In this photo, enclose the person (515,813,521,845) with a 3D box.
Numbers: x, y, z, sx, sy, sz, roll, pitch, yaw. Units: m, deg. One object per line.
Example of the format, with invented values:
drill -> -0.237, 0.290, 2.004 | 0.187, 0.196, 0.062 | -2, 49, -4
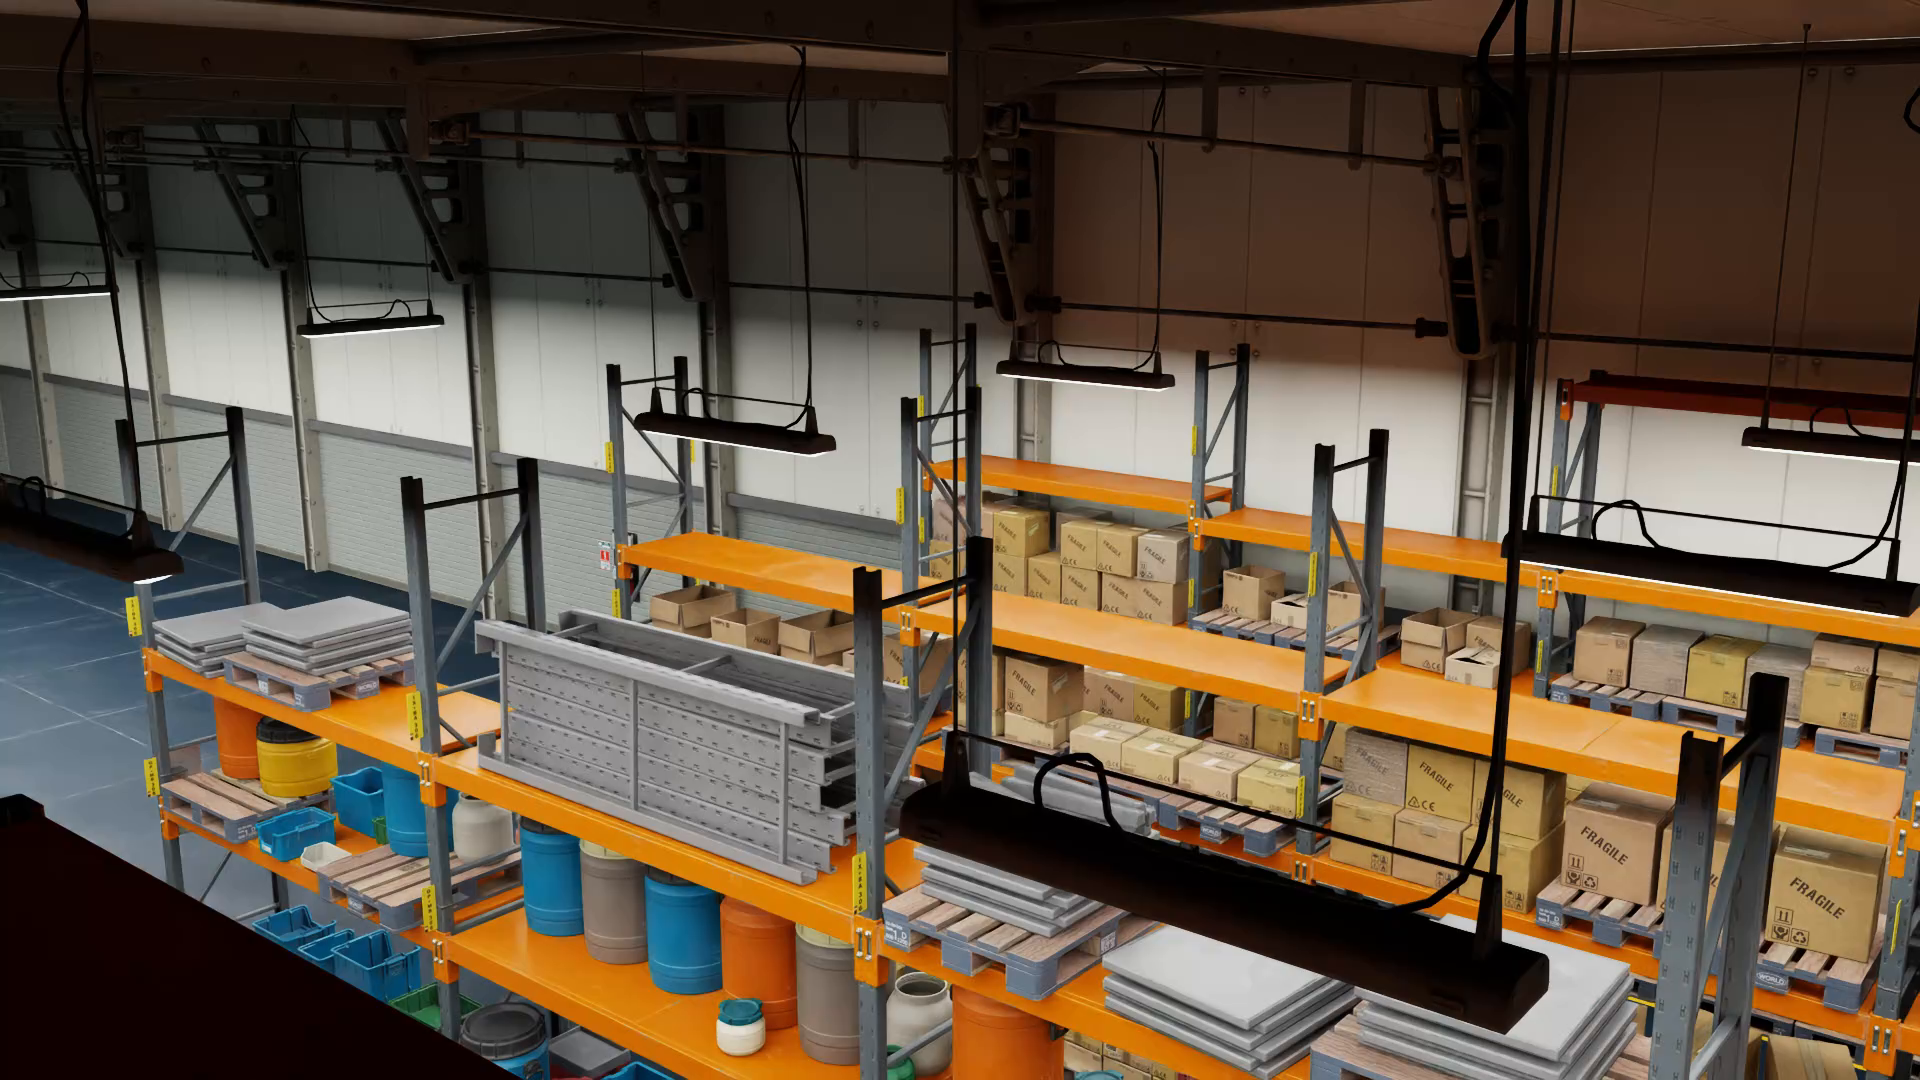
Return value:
person -> -4.502, 3.239, 17.953 | 0.645, 1.729, 1.120 | -4, 13, -18
